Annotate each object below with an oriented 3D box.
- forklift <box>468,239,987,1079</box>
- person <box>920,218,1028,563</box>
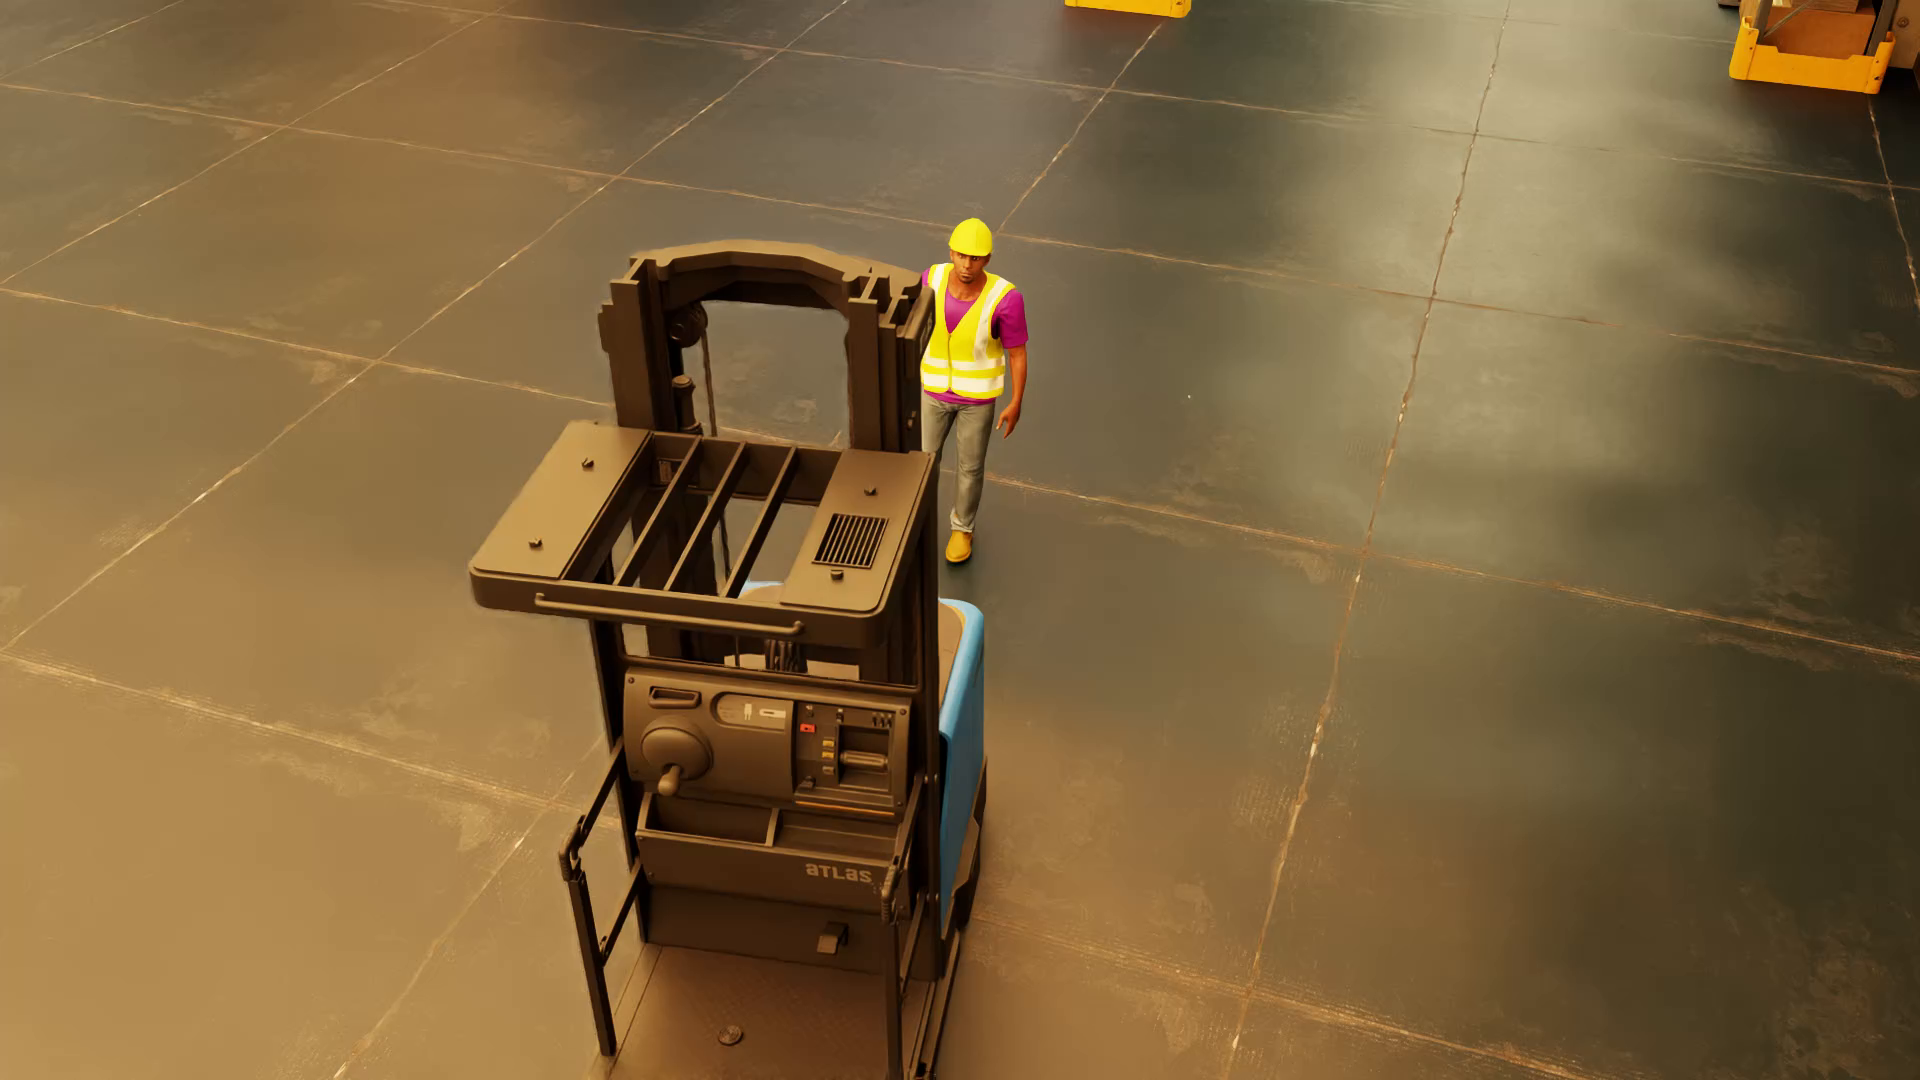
[{"bbox_3d":[-0.651,0.712,5.107,1.130,2.935,3.031,6,36,8],"label":"forklift"},{"bbox_3d":[-0.029,-0.689,8.078,0.665,1.768,0.575,12,37,16],"label":"person"}]
